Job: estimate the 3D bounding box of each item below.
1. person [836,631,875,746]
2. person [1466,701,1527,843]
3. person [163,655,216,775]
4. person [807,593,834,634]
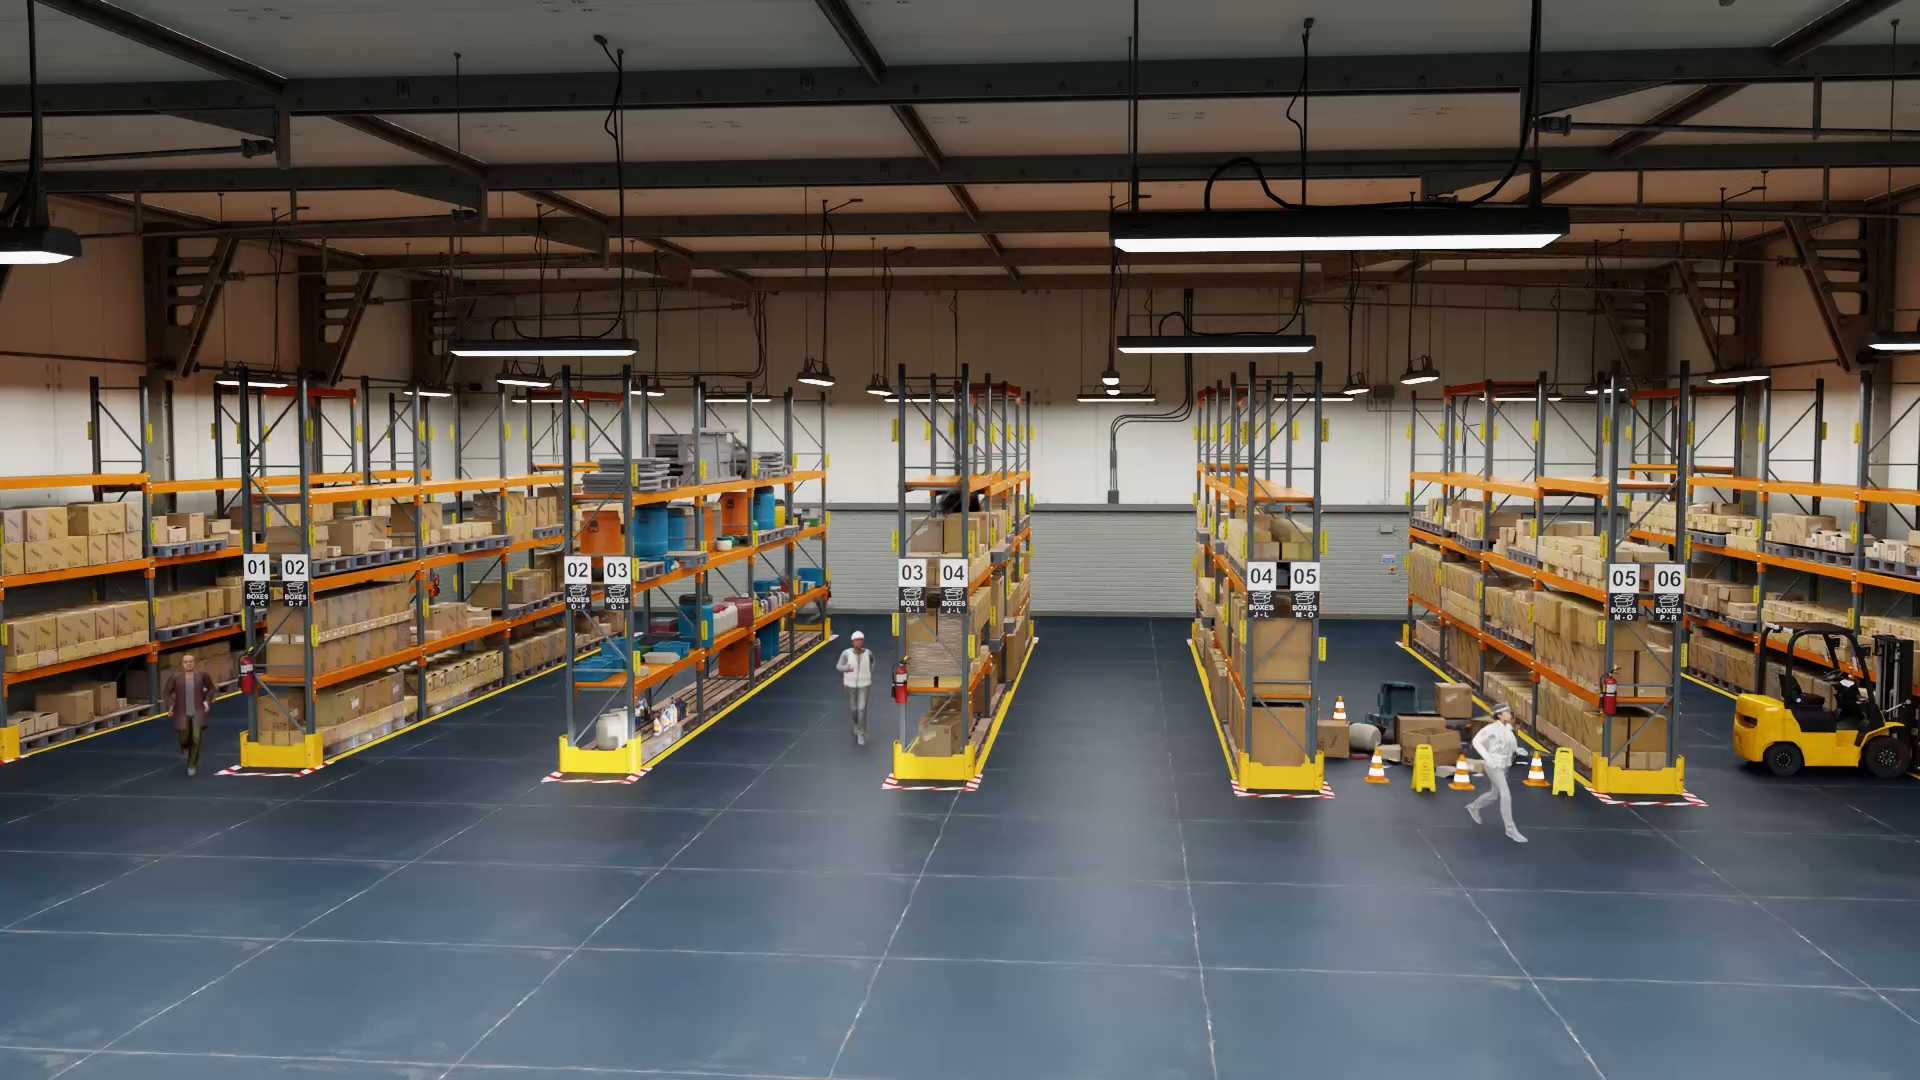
[{"bbox_3d":[-1.692,2.381,27.046,0.635,1.813,0.871,0,4,-3],"label":"person"},{"bbox_3d":[6.640,2.831,20.646,0.630,1.712,0.929,-3,5,-39],"label":"person"},{"bbox_3d":[-11.405,2.568,24.639,0.717,1.755,0.754,-2,4,-26],"label":"person"},{"bbox_3d":[-3.494,1.534,41.656,0.760,1.644,0.616,2,4,23],"label":"person"}]
